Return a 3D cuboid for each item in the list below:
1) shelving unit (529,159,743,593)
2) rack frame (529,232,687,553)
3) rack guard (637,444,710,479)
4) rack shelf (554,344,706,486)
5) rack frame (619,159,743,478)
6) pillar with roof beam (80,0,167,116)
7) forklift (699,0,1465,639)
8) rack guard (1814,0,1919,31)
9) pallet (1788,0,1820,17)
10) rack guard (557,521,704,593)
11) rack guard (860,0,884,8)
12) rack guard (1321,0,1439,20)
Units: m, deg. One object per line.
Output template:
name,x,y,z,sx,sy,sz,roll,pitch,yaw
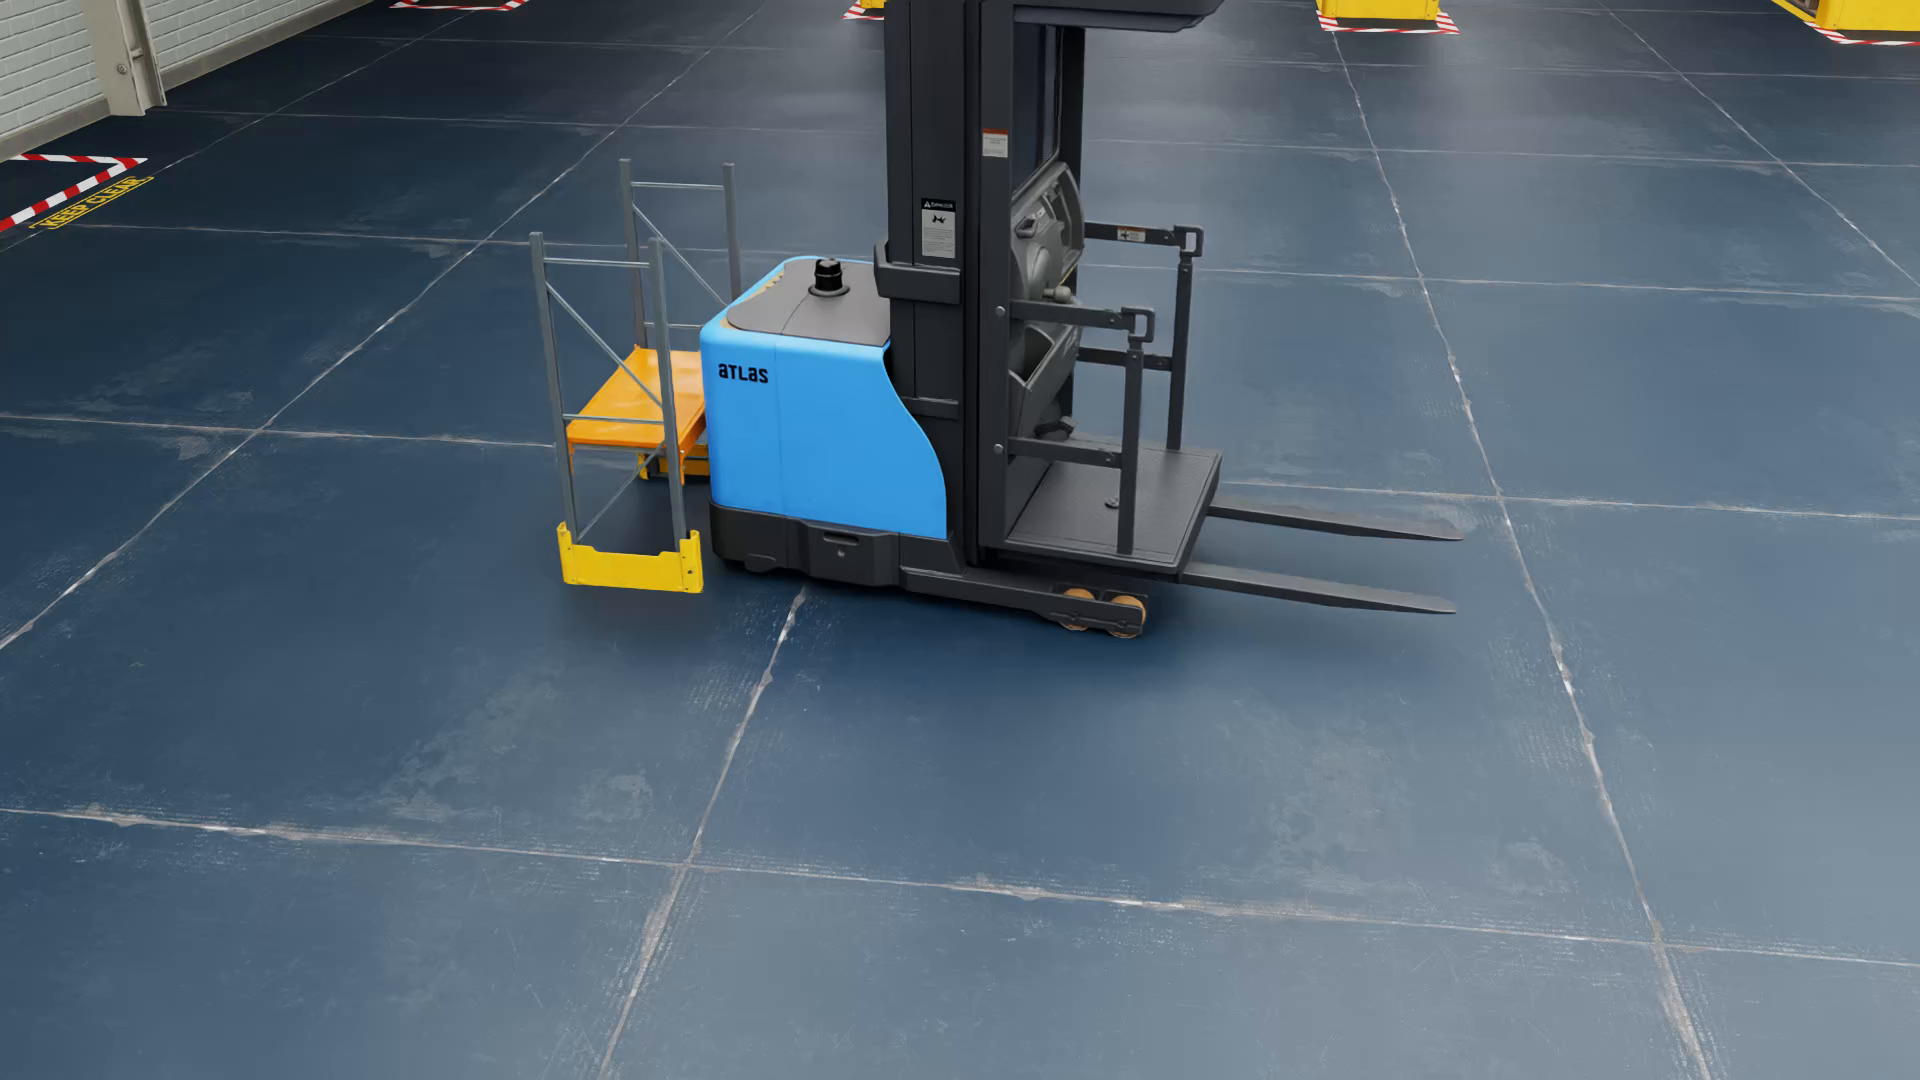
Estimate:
shelving unit,-1.282,-0.713,6.991,0.587,1.500,1.083,4,29,8
rack frame,-1.360,-0.470,6.541,0.500,1.500,0.032,4,29,8
rack guard,-1.207,-0.396,7.721,0.587,0.250,0.087,4,29,8
rack shelf,-1.284,-0.550,7.069,0.538,0.185,1.000,4,29,8
rack frame,-1.207,-0.947,7.426,0.500,1.500,0.032,4,29,8
pillar with roof beam,-2.630,-7.324,11.358,9.100,9.000,0.400,3,28,6
forklift,0.528,-1.185,6.360,3.031,2.935,1.130,8,29,15
rack guard,9.363,-5.450,16.839,1.175,0.500,0.348,3,28,6
pallet,9.498,-5.703,17.613,1.003,0.211,1.213,3,28,6
rack guard,-1.357,0.071,6.854,0.587,0.250,0.087,4,29,8
rack guard,-0.480,-5.980,17.823,1.175,0.500,0.348,3,28,6
rack guard,4.401,-5.740,17.378,1.175,0.500,0.348,3,28,6
